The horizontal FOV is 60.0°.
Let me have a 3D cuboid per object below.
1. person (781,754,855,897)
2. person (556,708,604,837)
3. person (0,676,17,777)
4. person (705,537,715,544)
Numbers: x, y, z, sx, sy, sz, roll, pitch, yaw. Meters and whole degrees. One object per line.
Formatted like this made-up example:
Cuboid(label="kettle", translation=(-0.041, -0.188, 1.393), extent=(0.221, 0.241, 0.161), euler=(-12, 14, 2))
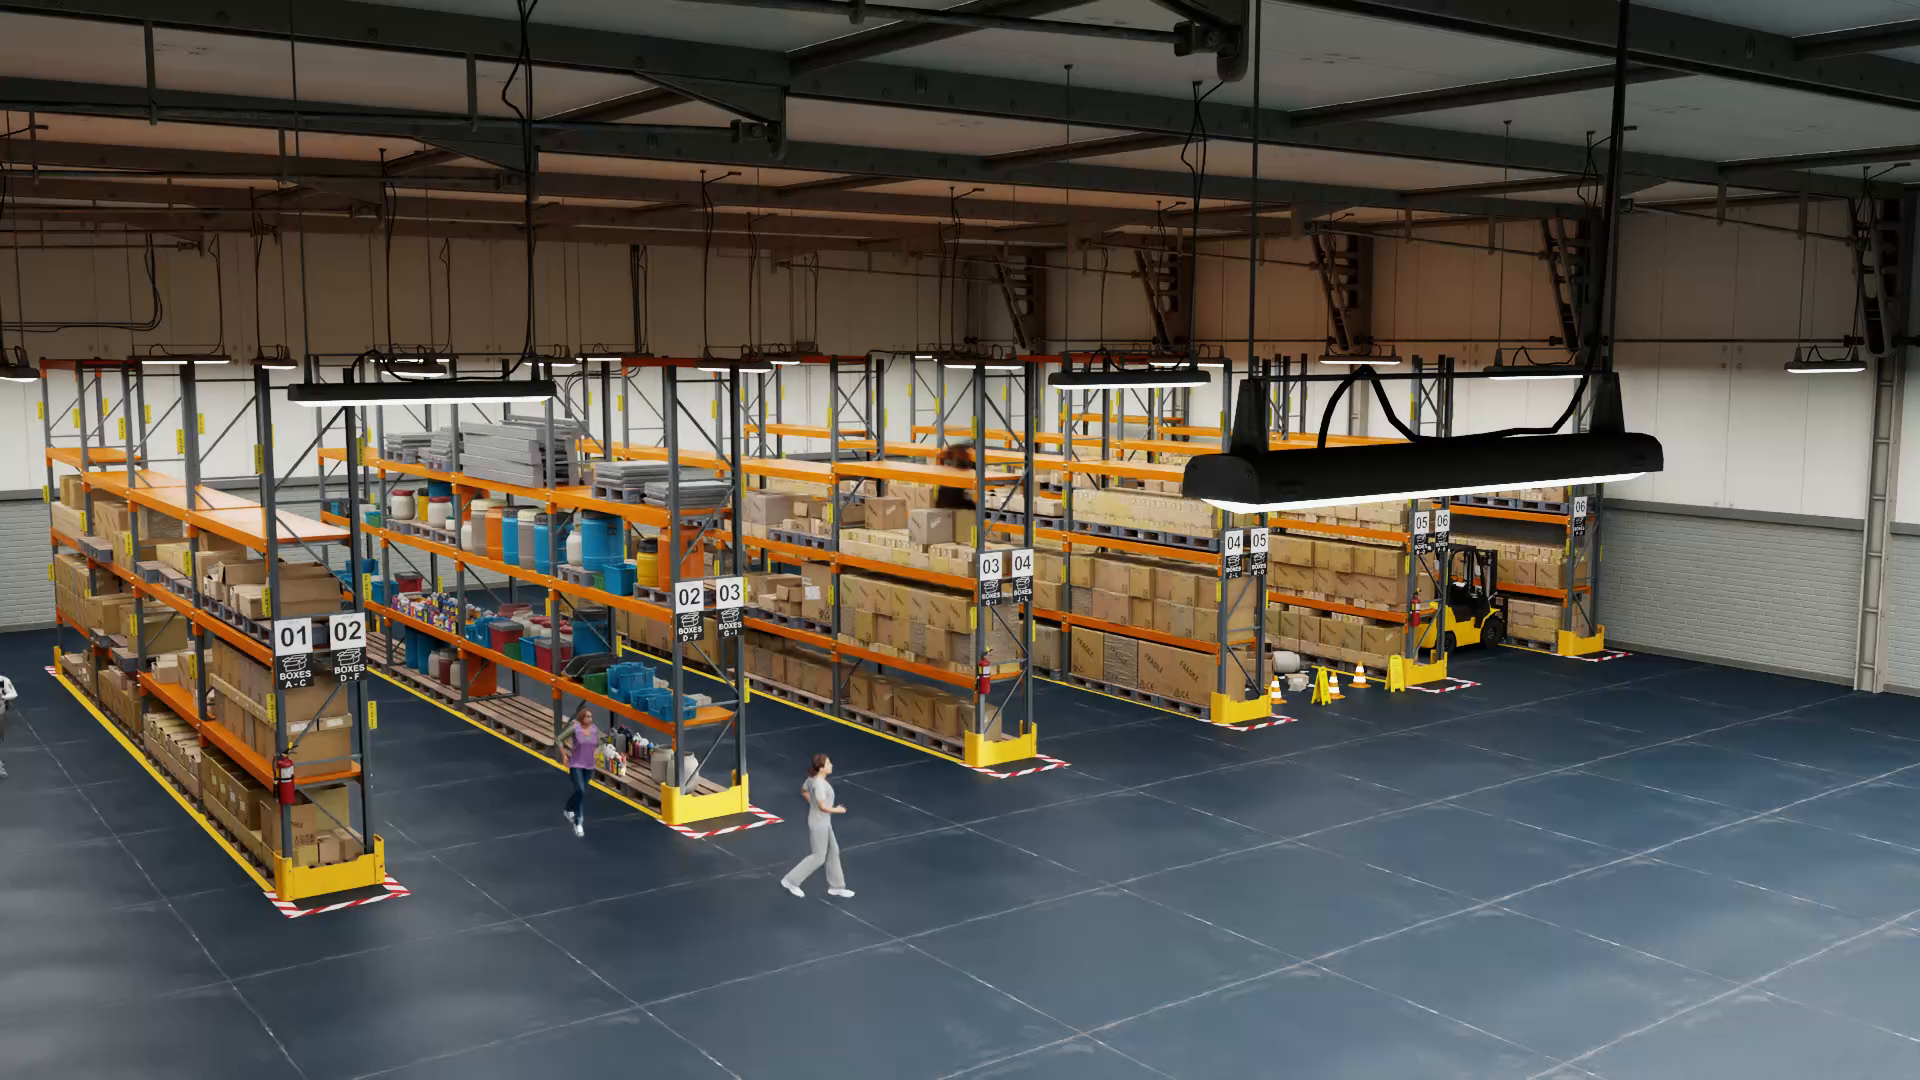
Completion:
Cuboid(label="person", translation=(-1.617, 3.248, 18.834), extent=(0.848, 1.688, 0.587), euler=(-1, 7, -11))
Cuboid(label="person", translation=(-4.912, 2.967, 21.594), extent=(0.549, 1.625, 0.743), euler=(-6, 9, -40))
Cuboid(label="person", translation=(-14.129, 2.553, 24.312), extent=(0.600, 1.699, 0.894), euler=(-7, 9, -44))
Cuboid(label="person", translation=(-5.943, 0.764, 39.247), extent=(0.702, 1.769, 0.823), euler=(-1, 7, -8))
